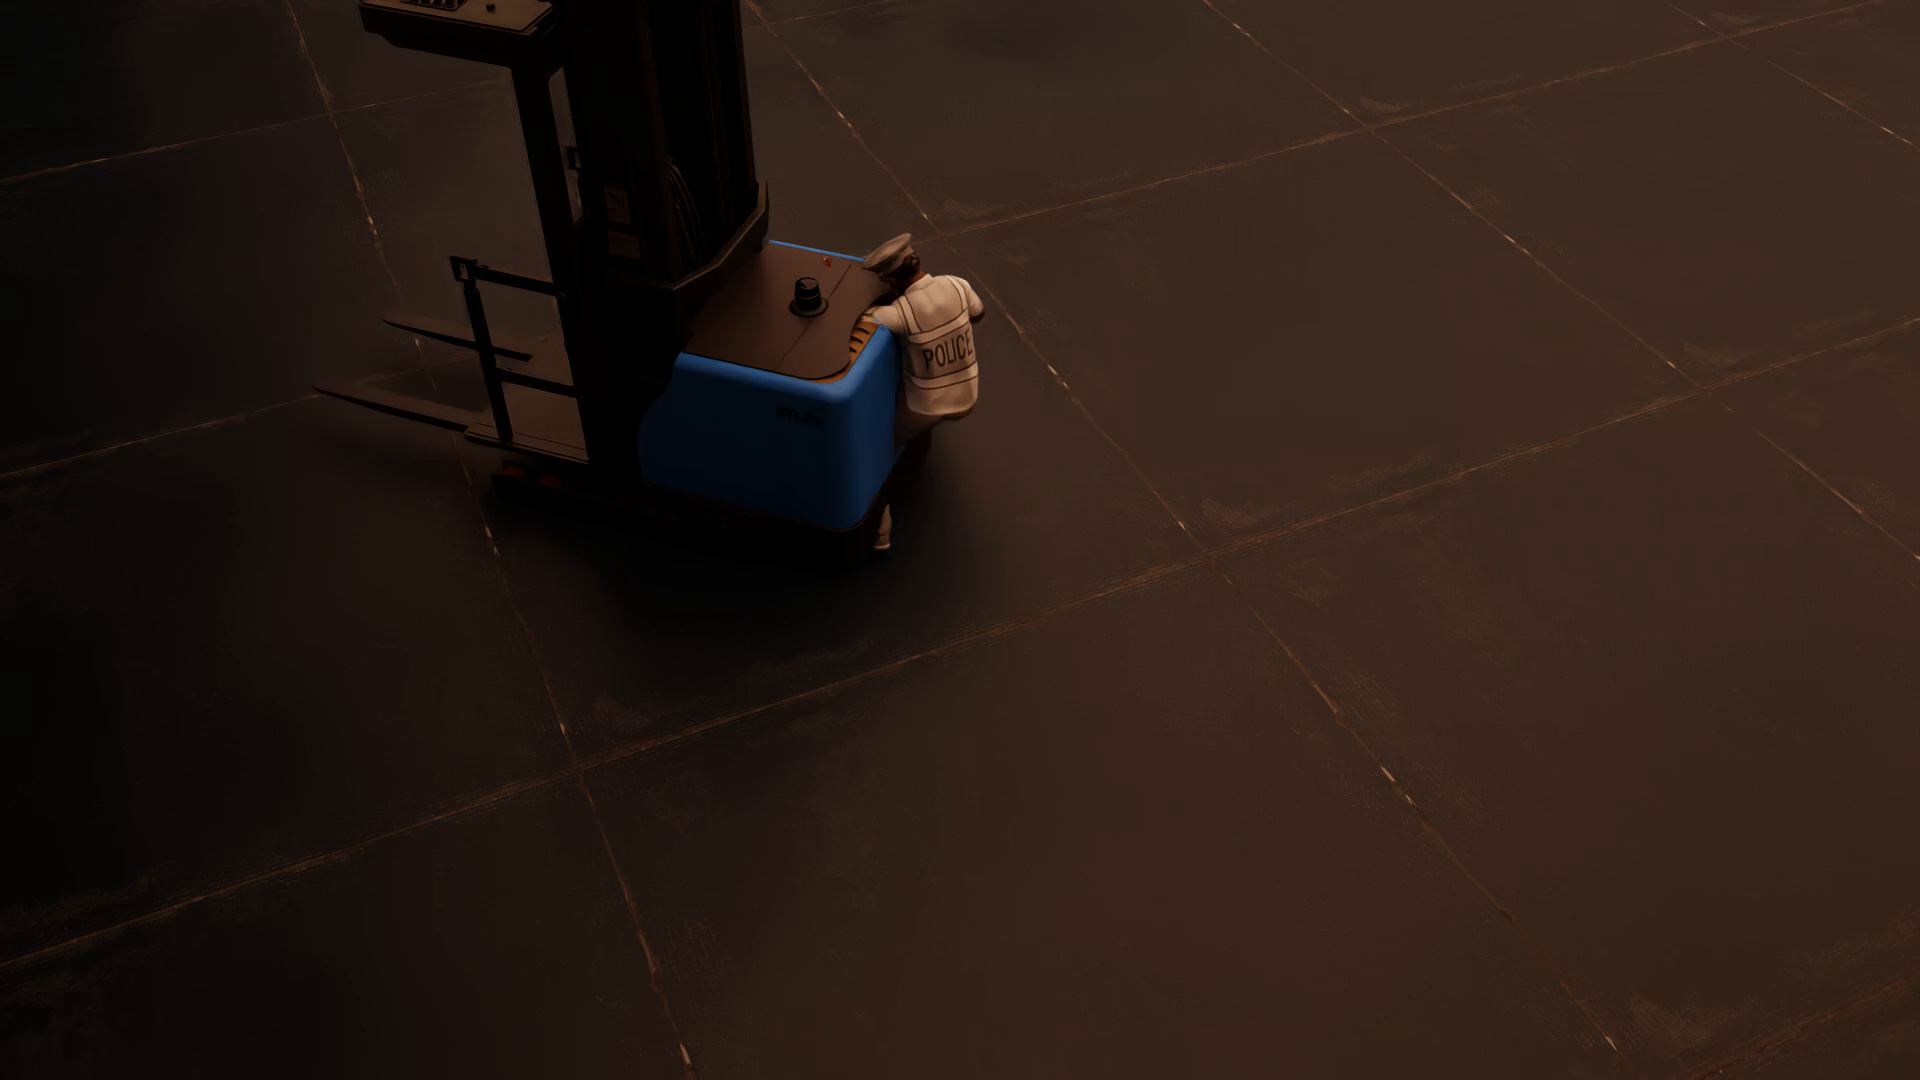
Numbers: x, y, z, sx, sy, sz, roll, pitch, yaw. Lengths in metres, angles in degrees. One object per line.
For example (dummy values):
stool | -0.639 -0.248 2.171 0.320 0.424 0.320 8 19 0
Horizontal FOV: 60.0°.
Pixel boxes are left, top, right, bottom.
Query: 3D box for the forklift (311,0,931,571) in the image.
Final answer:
forklift | -1.716 -1.547 7.338 3.031 2.935 1.130 14 45 14

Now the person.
person | -0.292 -0.868 7.779 0.970 1.385 1.103 -20 46 -20
